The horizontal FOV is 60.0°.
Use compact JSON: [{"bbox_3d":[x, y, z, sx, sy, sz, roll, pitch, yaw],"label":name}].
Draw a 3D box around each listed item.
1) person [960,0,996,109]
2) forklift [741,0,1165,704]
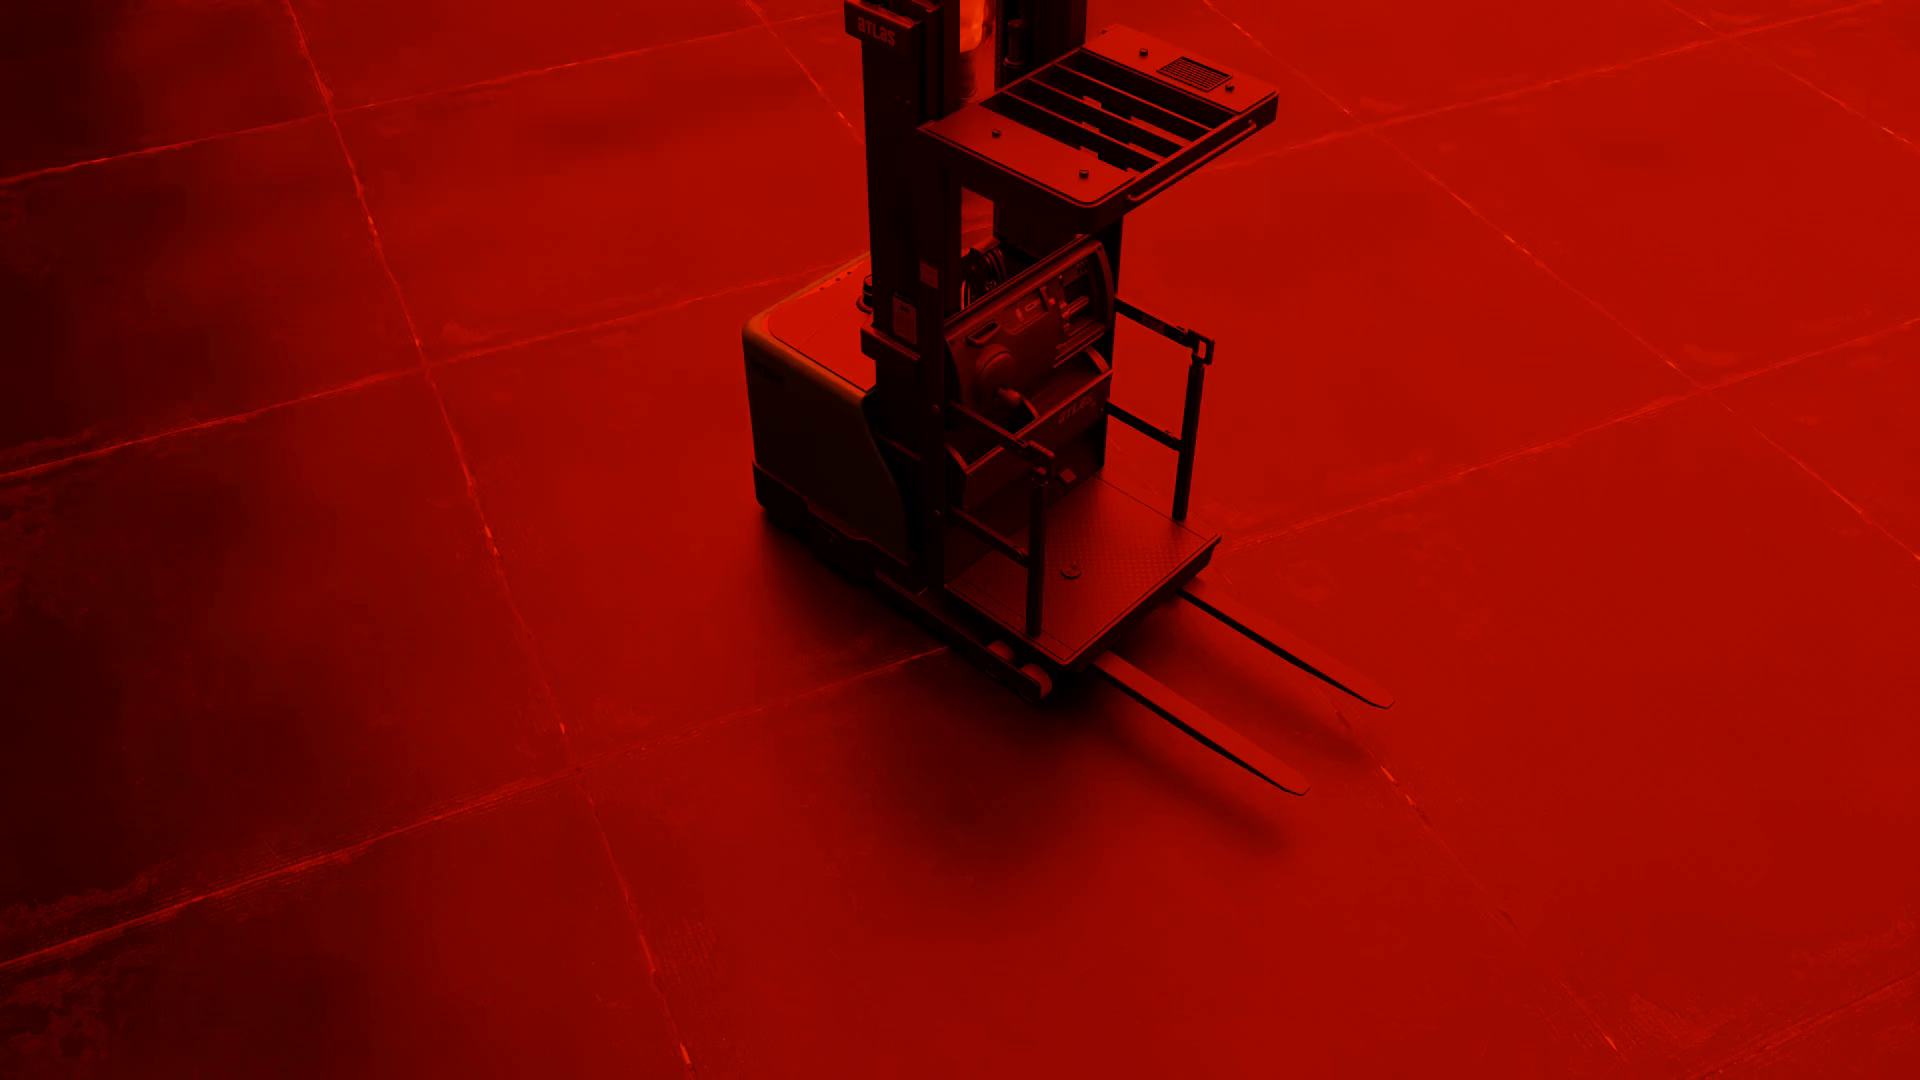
[{"bbox_3d":[-0.114,-2.960,9.695,0.666,1.767,0.576,-17,46,-18],"label":"person"},{"bbox_3d":[0.046,-1.010,6.827,1.939,2.843,1.129,32,52,30],"label":"forklift"}]
